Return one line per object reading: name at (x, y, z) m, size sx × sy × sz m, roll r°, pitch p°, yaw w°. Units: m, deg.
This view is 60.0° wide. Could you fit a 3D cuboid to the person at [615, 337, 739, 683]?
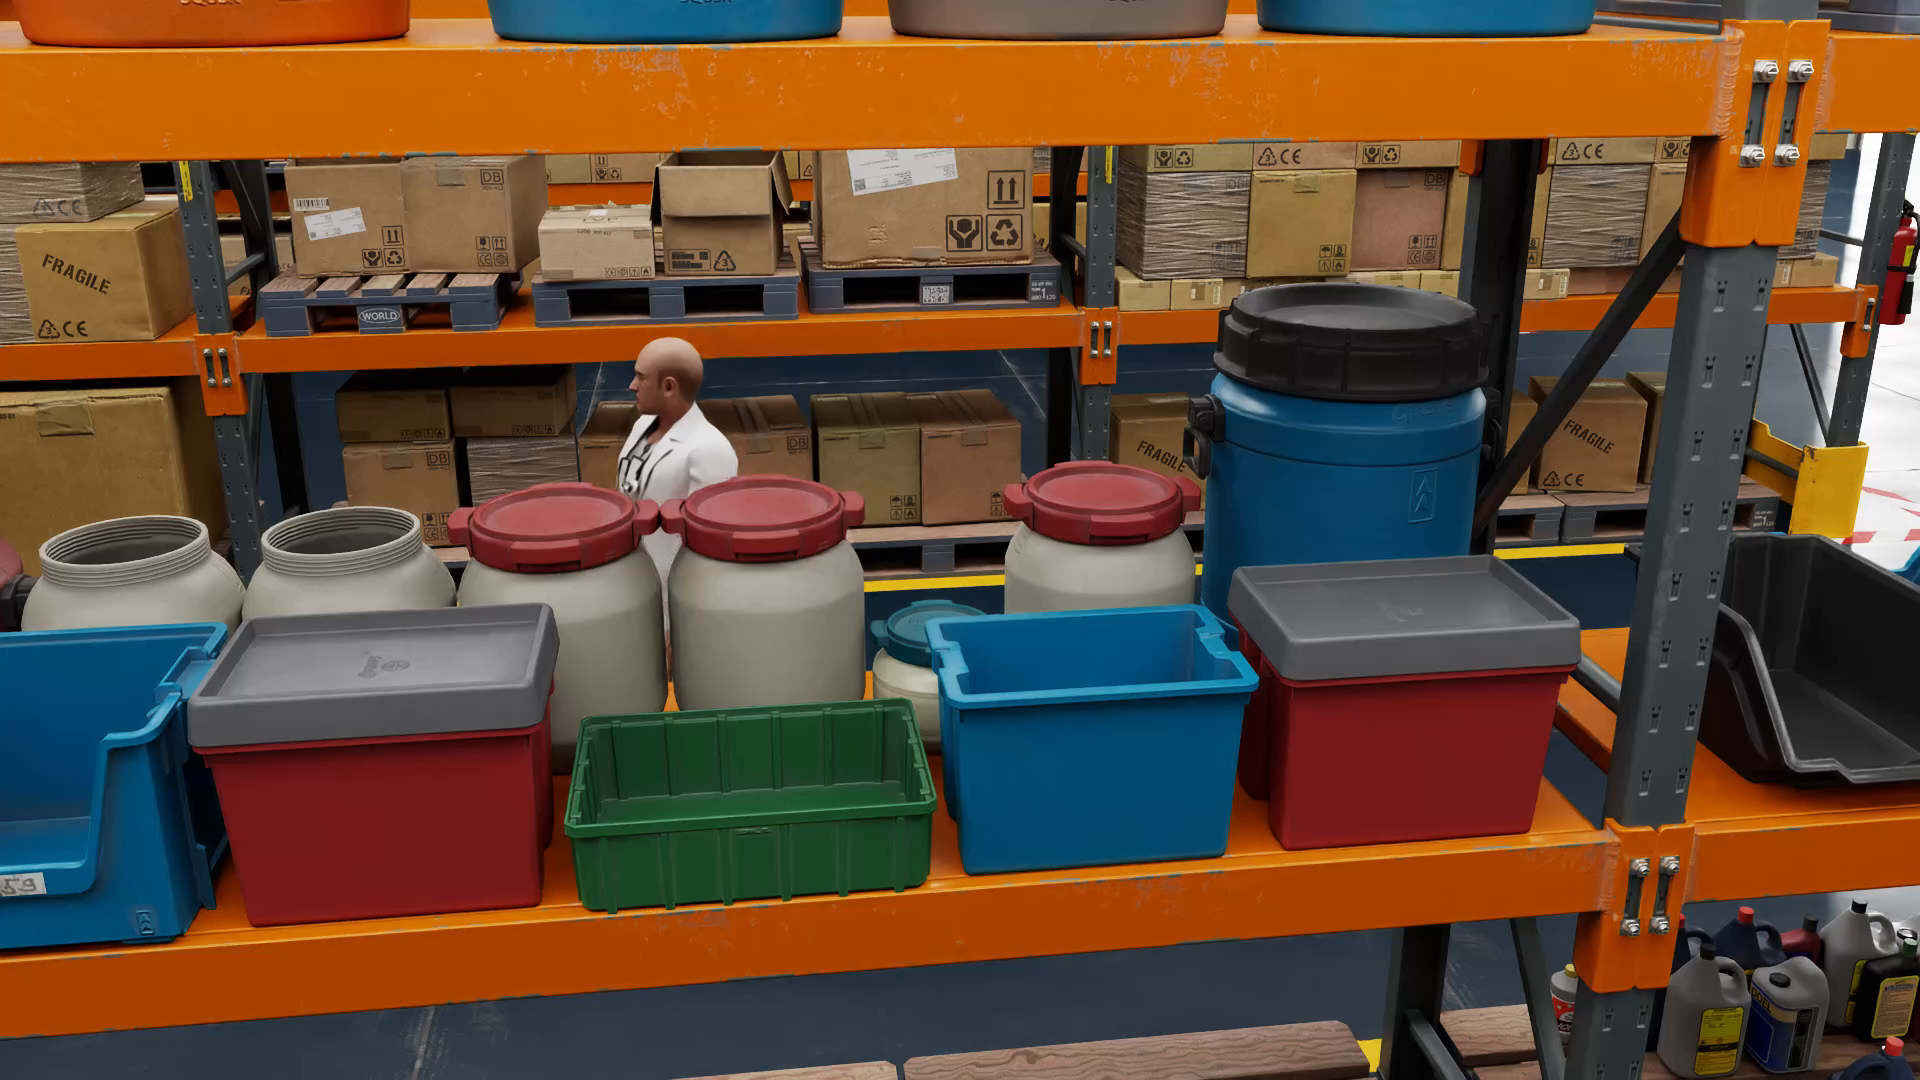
person at (-0.959, 0.243, 5.391) m, size 0.465 × 1.801 × 0.595 m, roll -18°, pitch 26°, yaw -41°
